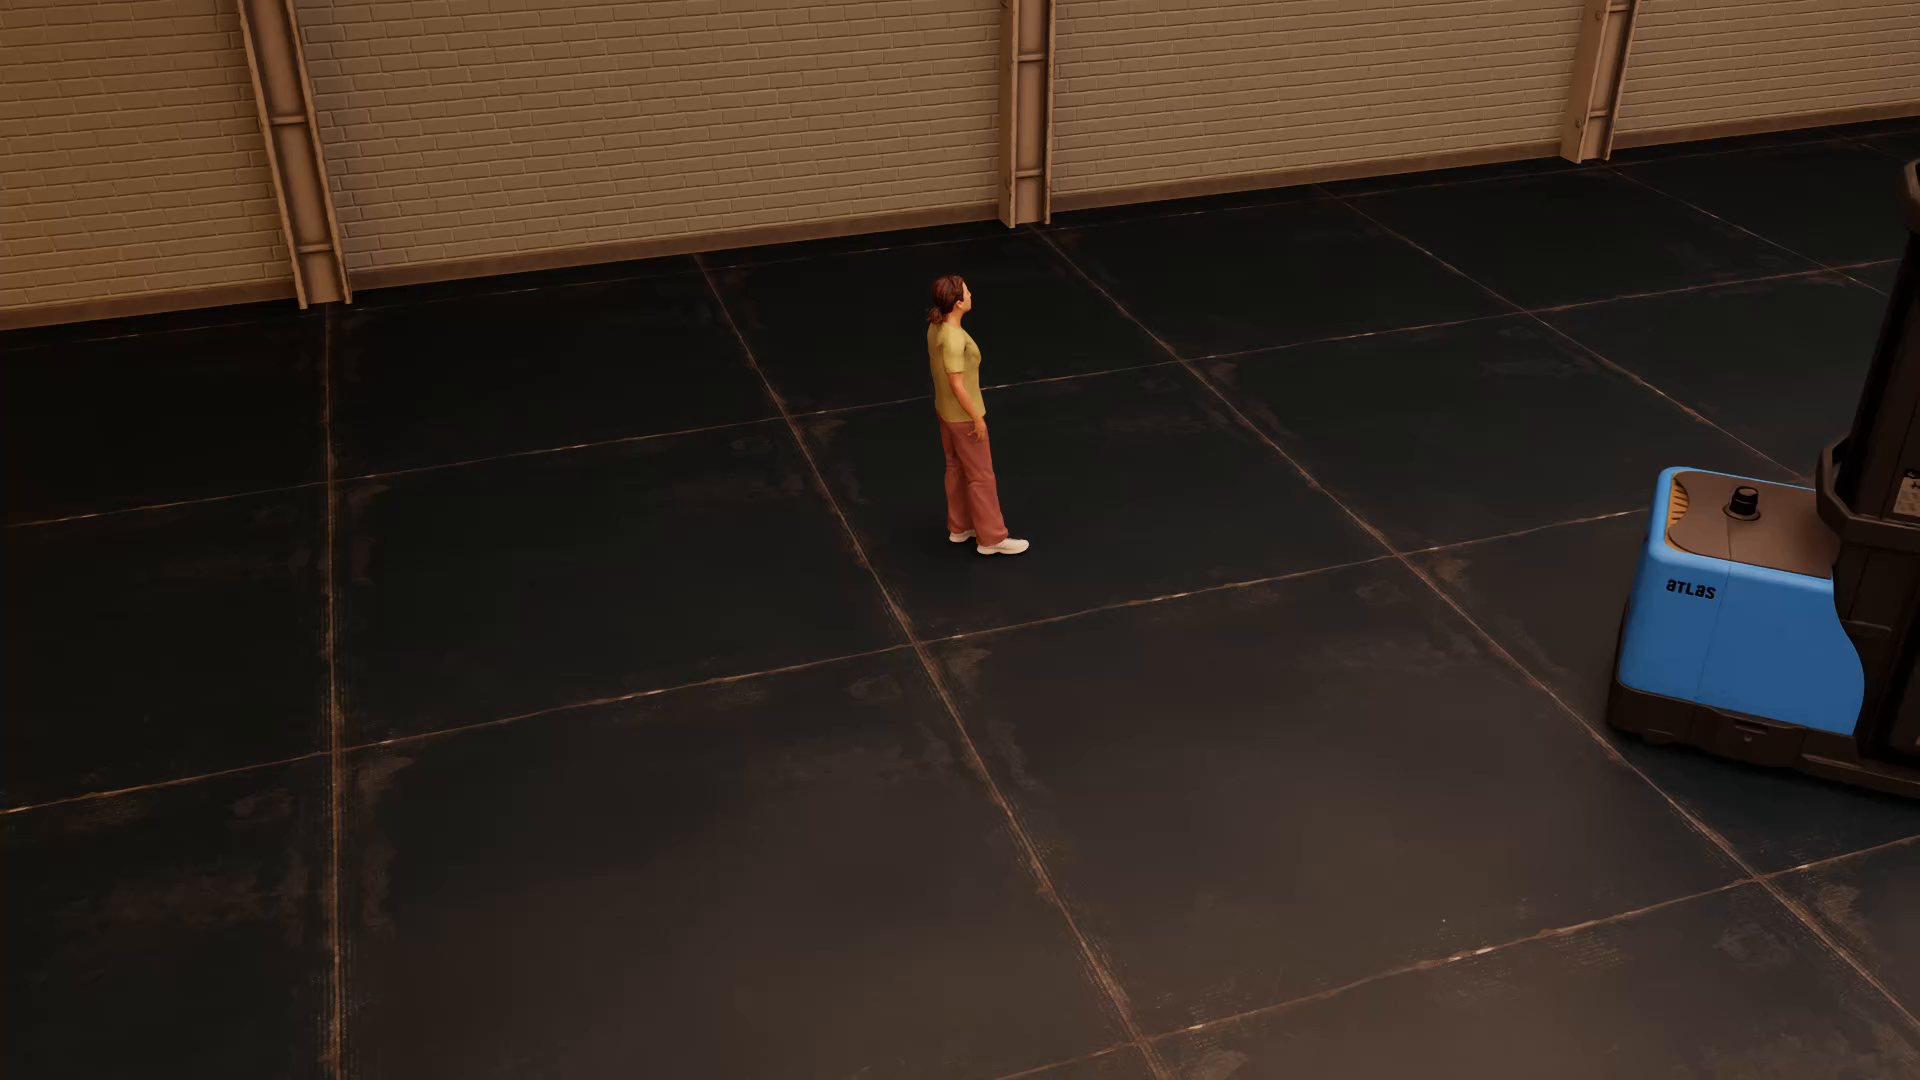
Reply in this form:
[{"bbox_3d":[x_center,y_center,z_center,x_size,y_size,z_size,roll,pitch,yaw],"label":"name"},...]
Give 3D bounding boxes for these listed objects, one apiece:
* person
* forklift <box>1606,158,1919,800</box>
[{"bbox_3d":[0.074,-0.739,9.615,0.548,1.673,0.553,-10,31,-16],"label":"person"},{"bbox_3d":[4.804,-0.225,7.477,3.031,2.935,1.130,12,32,20],"label":"forklift"}]
